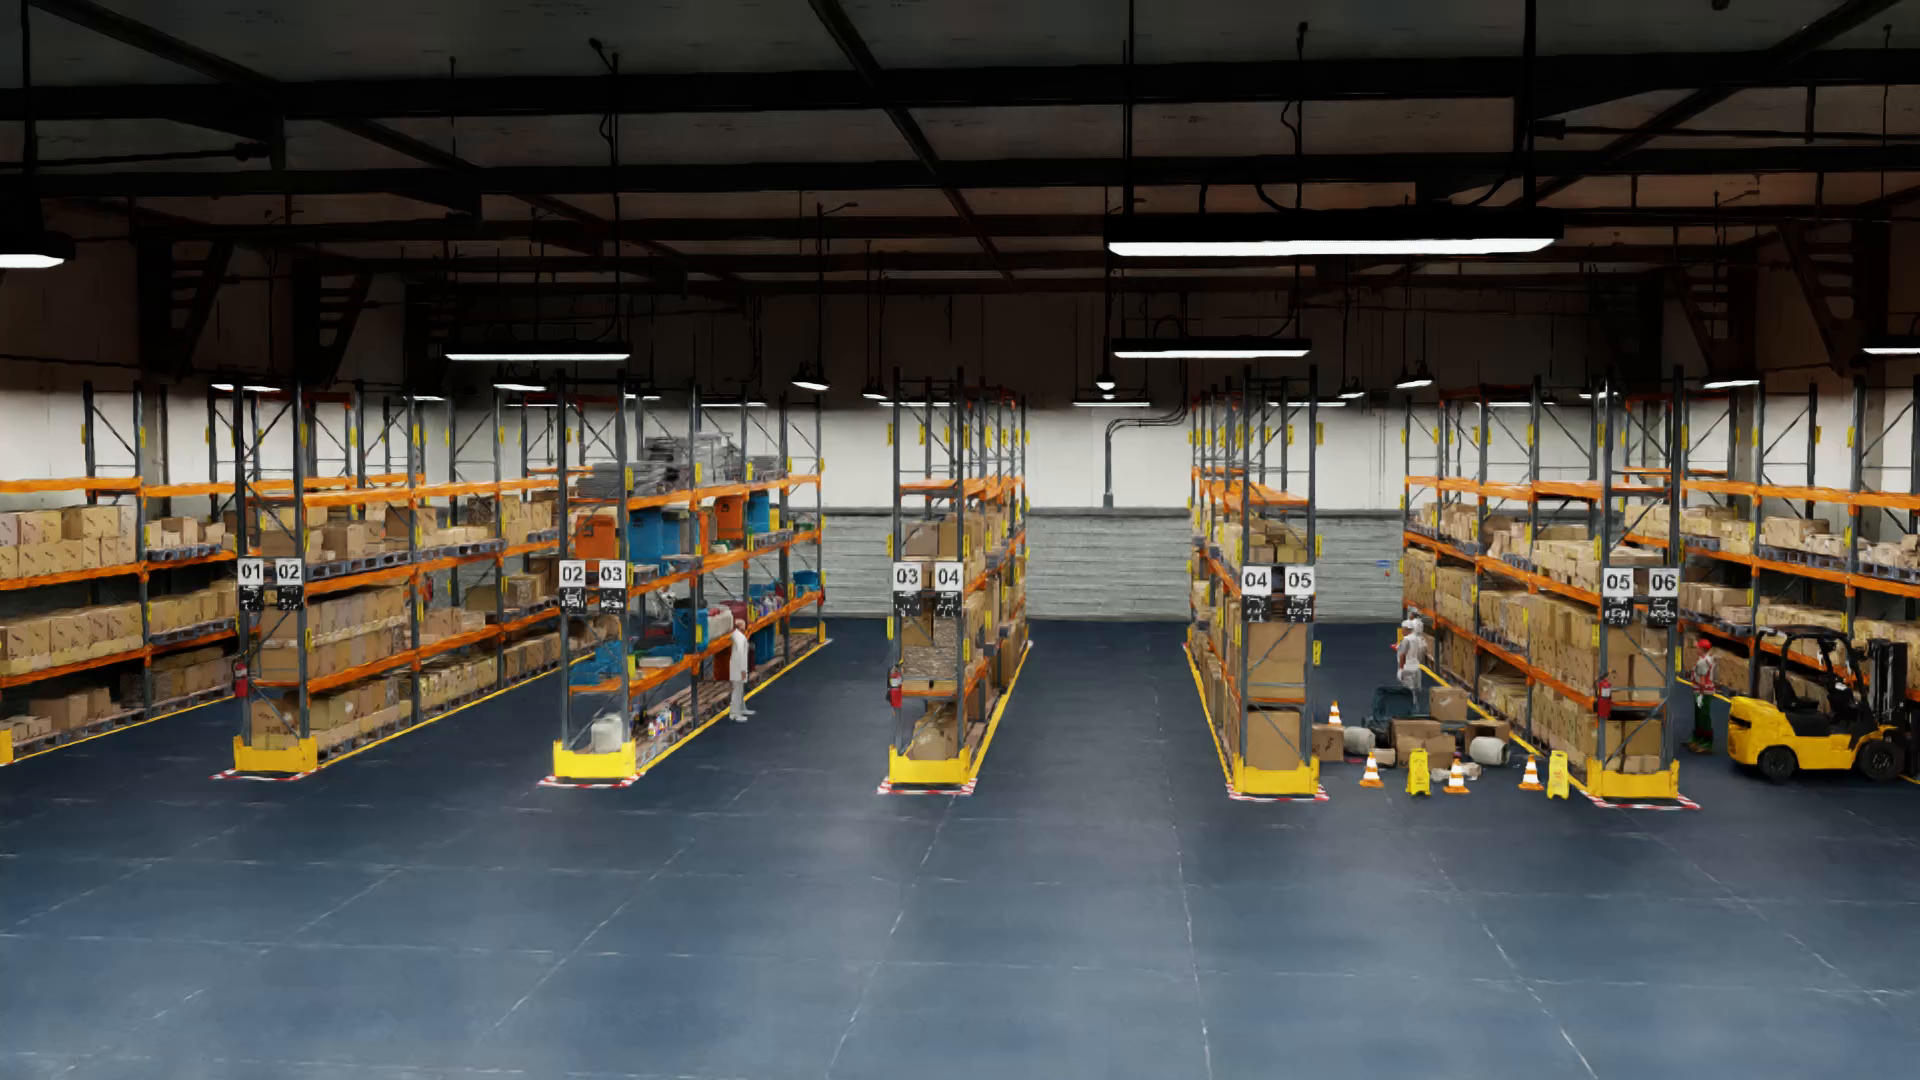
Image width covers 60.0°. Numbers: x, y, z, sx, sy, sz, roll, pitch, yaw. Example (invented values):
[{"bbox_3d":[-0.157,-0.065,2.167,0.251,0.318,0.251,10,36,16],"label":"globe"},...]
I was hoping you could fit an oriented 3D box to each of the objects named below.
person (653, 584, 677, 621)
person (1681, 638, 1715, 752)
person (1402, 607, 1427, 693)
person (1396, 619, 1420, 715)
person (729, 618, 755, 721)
[{"bbox_3d":[-6.966,1.749,39.406,0.639,1.628,0.496,0,4,3],"label":"person"},{"bbox_3d":[11.752,2.449,26.449,0.494,1.786,0.606,2,4,34],"label":"person"},{"bbox_3d":[8.855,2.145,32.505,0.477,1.667,0.523,2,4,32],"label":"person"},{"bbox_3d":[7.849,2.279,29.258,0.574,1.783,0.662,2,4,33],"label":"person"},{"bbox_3d":[-3.855,2.265,29.420,0.522,1.790,0.652,-1,4,-17],"label":"person"}]
